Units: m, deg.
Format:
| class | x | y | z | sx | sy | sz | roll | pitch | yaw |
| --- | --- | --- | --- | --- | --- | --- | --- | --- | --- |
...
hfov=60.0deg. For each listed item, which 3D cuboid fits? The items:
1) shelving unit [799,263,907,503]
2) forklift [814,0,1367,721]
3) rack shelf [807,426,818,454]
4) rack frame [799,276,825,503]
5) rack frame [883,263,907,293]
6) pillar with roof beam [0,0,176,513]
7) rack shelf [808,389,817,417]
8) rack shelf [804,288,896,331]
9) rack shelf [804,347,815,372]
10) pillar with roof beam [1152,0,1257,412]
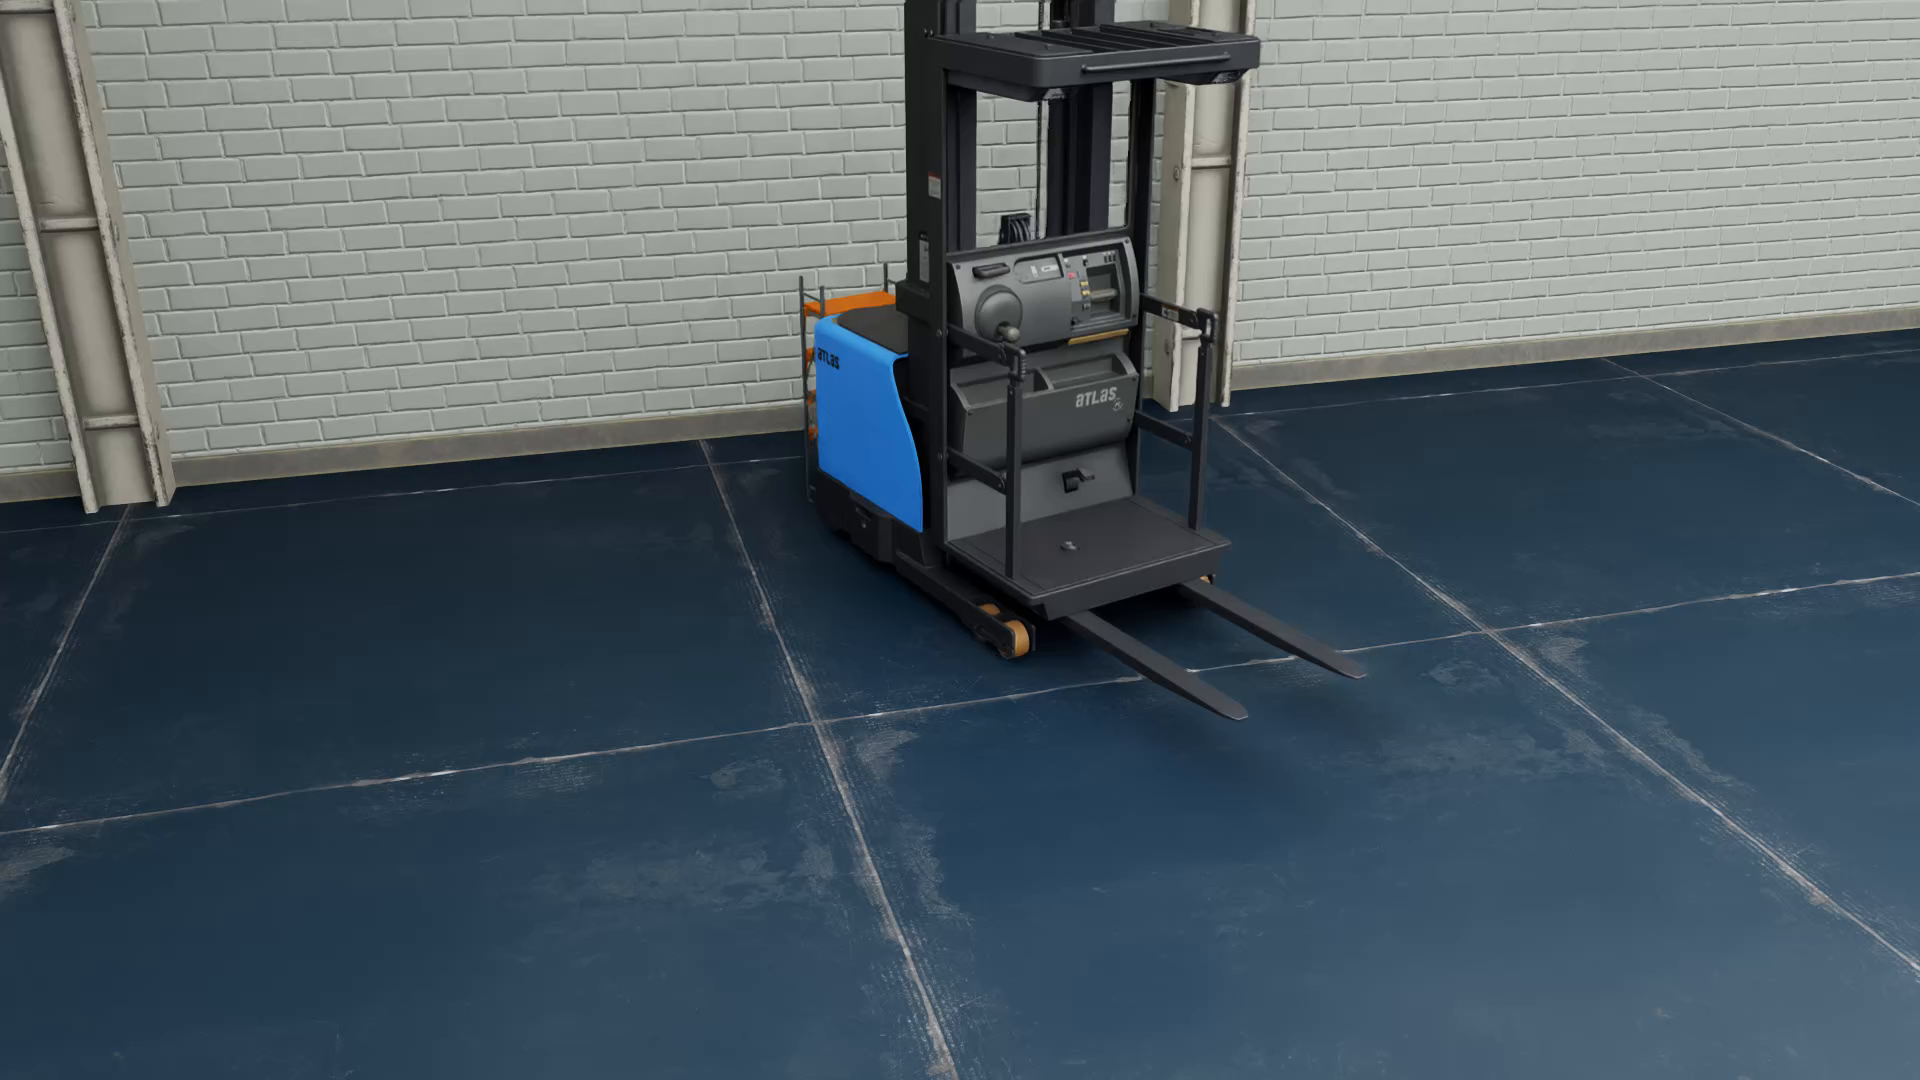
| class | x | y | z | sx | sy | sz | roll | pitch | yaw |
| --- | --- | --- | --- | --- | --- | --- | --- | --- | --- |
| shelving unit | -0.526 | -0.775 | 8.535 | 0.503 | 1.200 | 0.258 | -14 | 27 | -30 |
| forklift | 0.493 | -1.051 | 6.983 | 1.130 | 2.935 | 3.031 | -14 | 27 | -30 |
| rack shelf | -0.526 | -0.531 | 8.640 | 0.480 | 0.148 | 0.258 | -14 | 27 | -30 |
| rack frame | -0.731 | -0.723 | 8.413 | 0.015 | 1.200 | 0.240 | -14 | 27 | -30 |
| rack frame | -0.322 | -0.828 | 8.657 | 0.015 | 1.200 | 0.240 | -14 | 27 | -30 |
| pillar with roof beam | -3.197 | -2.718 | 3.171 | 0.400 | 9.000 | 9.100 | -6 | 24 | -14 |
| rack shelf | -0.526 | -0.714 | 8.562 | 0.480 | 0.148 | 0.258 | -14 | 27 | -30 |
| rack shelf | -0.526 | -1.136 | 8.380 | 0.480 | 0.148 | 0.258 | -14 | 27 | -30 |
| rack shelf | -0.526 | -0.919 | 8.474 | 0.480 | 0.148 | 0.258 | -14 | 27 | -30 |
| pillar with roof beam | 2.580 | -3.357 | 4.661 | 0.400 | 9.000 | 9.100 | -6 | 24 | -14 |
